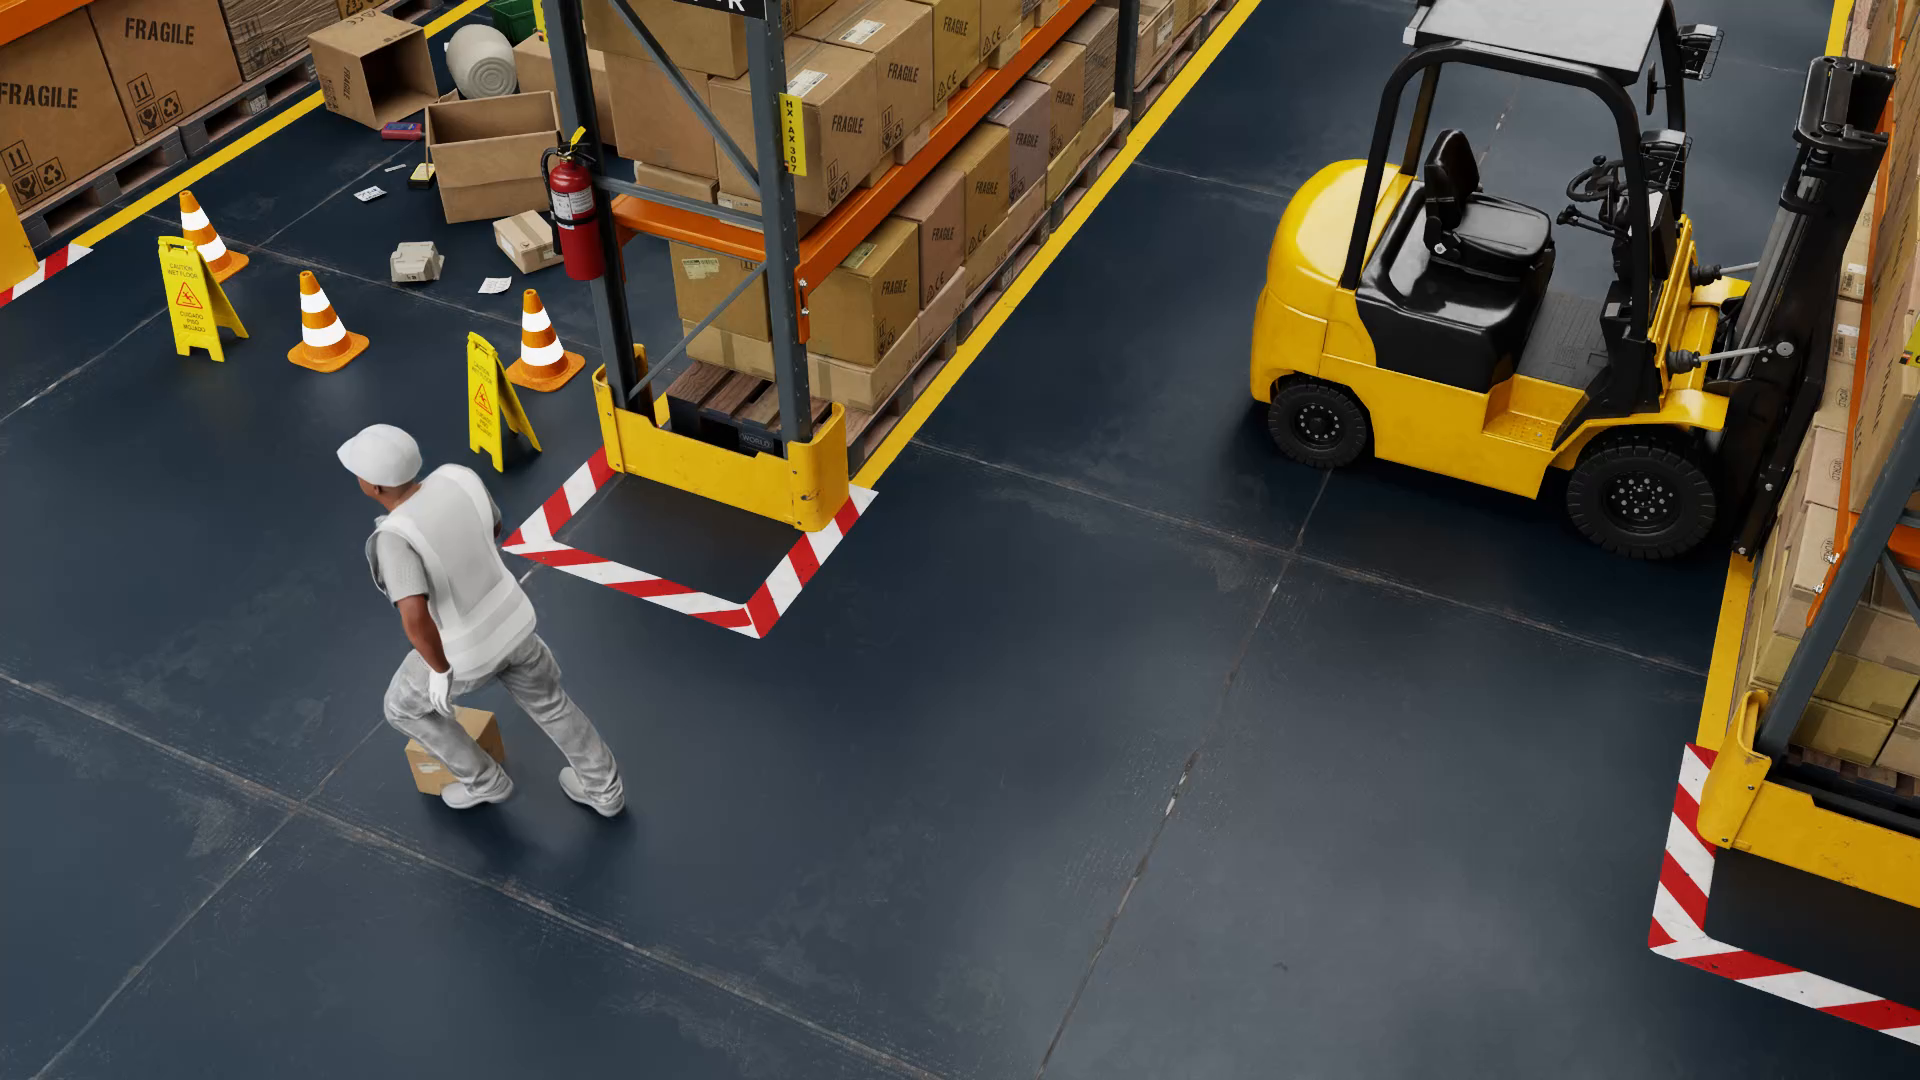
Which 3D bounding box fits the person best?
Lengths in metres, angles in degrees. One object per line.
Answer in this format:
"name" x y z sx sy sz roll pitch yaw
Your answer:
"person" -1.745 0.334 5.813 0.908 1.690 0.675 21 46 22
